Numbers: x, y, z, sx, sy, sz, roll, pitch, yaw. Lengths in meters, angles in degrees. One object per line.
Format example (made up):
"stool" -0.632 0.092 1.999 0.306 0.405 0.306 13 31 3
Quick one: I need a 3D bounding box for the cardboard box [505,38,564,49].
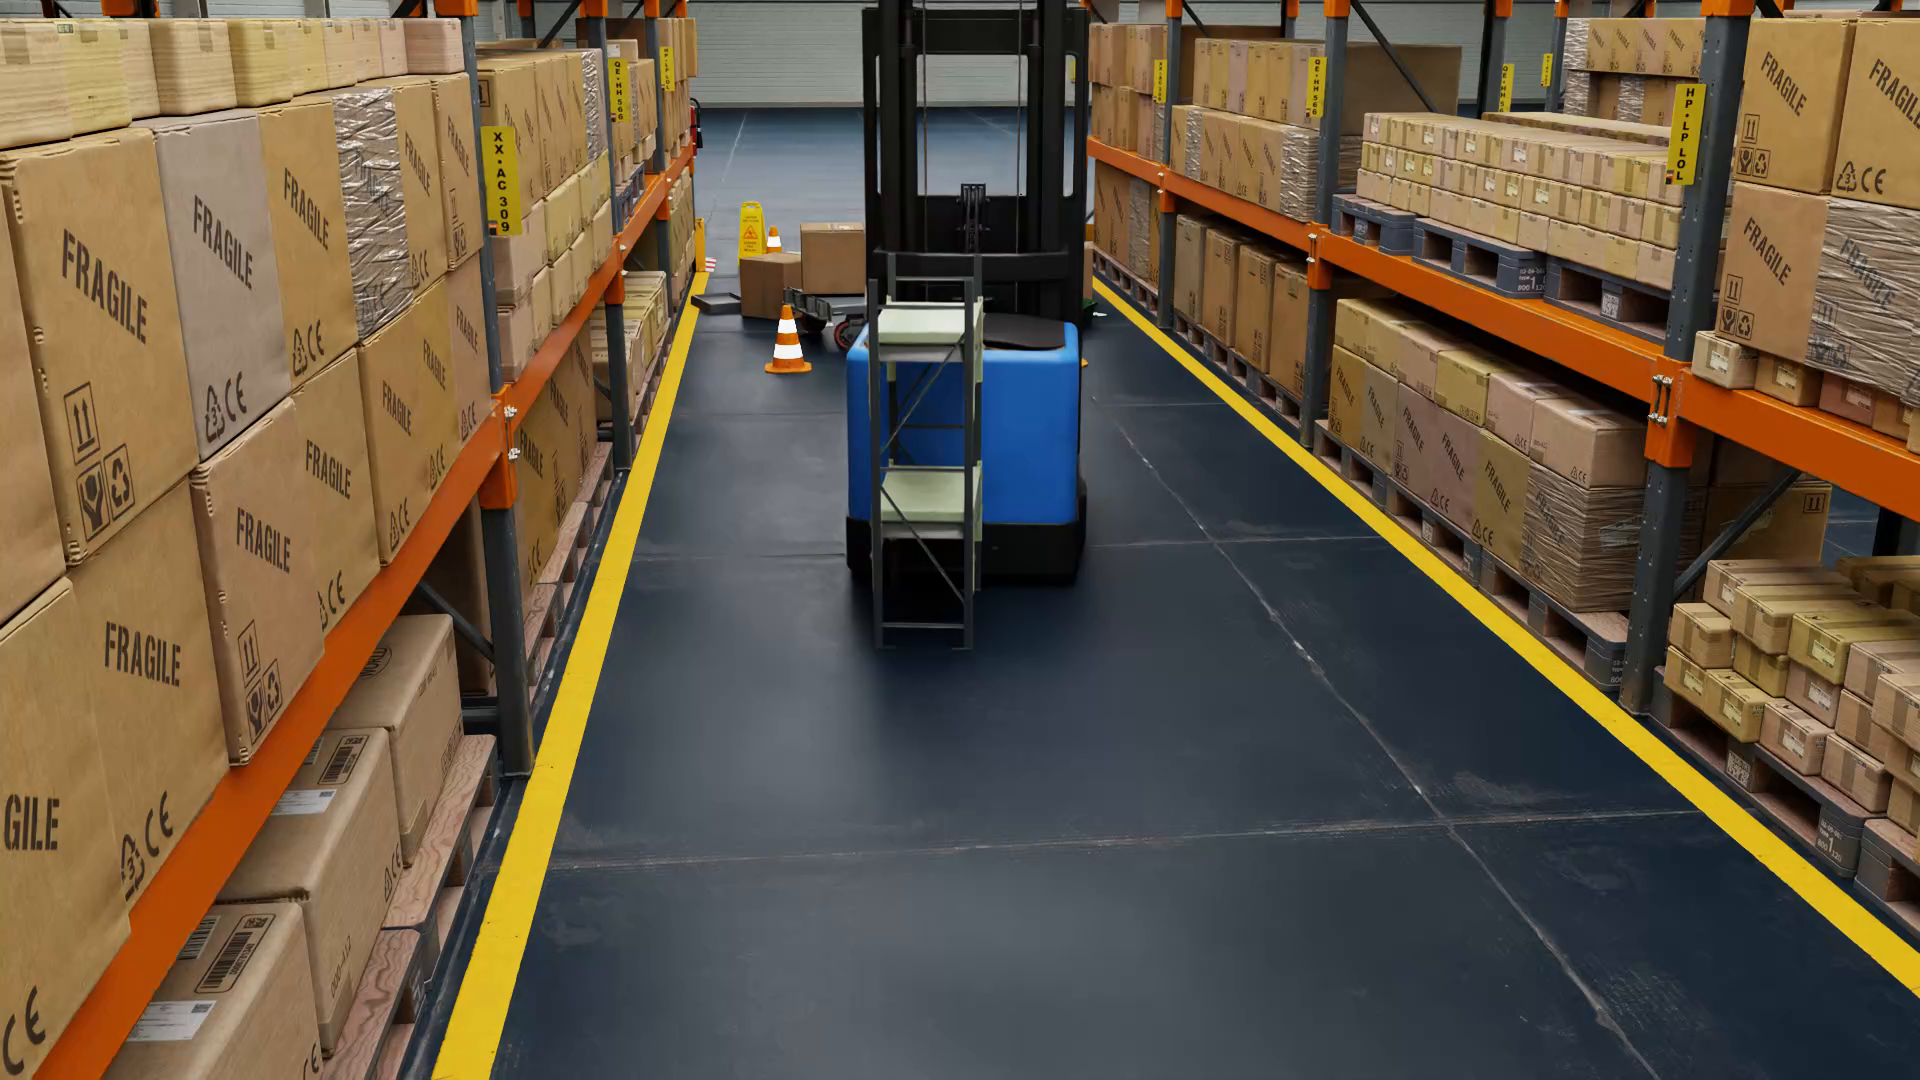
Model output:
"cardboard box" -3.082 -3.560 12.062 0.380 0.149 0.250 -2 18 -6

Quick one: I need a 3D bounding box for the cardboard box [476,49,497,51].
"cardboard box" -2.558 -2.190 8.310 0.500 0.500 0.500 -2 18 -7

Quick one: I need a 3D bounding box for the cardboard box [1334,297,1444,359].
"cardboard box" 2.378 -1.156 9.071 0.500 0.250 0.500 -3 18 -8

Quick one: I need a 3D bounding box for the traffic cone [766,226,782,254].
"traffic cone" -1.863 -2.905 16.658 0.336 0.463 0.334 -2 18 -6

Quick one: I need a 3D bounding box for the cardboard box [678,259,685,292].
"cardboard box" -2.637 -2.243 14.204 0.500 0.250 0.500 -1 17 -3

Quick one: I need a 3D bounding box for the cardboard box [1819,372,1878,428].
"cardboard box" 2.844 -0.445 5.005 0.380 0.149 0.250 -3 18 -8

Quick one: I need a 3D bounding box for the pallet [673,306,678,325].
"pallet" -2.883 -1.881 13.815 1.003 0.211 1.213 -2 18 -6

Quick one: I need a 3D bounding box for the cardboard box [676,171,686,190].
"cardboard box" -2.696 -3.268 15.133 0.380 0.149 0.250 -1 17 -3

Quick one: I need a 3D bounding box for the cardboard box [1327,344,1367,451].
"cardboard box" 2.367 -0.792 9.165 0.500 0.500 0.500 -3 18 -8

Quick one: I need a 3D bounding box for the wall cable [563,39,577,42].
"wall cable" -11.035 -15.051 46.280 3.097 2.526 0.112 -2 18 -6

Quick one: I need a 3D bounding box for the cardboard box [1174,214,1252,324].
"cardboard box" 2.288 -2.140 13.040 1.050 0.750 0.750 -2 18 -6

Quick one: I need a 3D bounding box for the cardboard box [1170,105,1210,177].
"cardboard box" 1.921 -3.078 12.806 0.500 0.500 0.500 -2 17 -5

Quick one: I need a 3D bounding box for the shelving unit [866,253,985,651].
"shelving unit" -0.128 -0.380 6.885 0.431 1.500 0.755 1 17 3

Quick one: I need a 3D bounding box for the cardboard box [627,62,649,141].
"cardboard box" -2.403 -2.970 11.264 0.500 0.500 0.500 -1 17 -4

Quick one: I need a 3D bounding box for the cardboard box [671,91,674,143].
"cardboard box" -2.621 -3.490 13.623 0.500 0.500 0.500 -2 18 -6

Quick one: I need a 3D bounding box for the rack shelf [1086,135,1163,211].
"rack shelf" 1.929 -3.448 15.352 1.077 0.370 4.000 -2 18 -6

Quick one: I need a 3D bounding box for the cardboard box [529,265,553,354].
"cardboard box" -1.791 -0.850 6.128 0.500 0.250 0.500 -2 18 -7

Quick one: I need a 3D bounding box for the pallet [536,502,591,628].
"pallet" -2.237 0.110 7.474 1.003 0.211 1.213 -2 18 -6

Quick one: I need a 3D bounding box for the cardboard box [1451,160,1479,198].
"cardboard box" 2.532 -1.692 7.780 0.380 0.149 0.250 -2 18 -6

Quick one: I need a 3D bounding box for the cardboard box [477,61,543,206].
"cardboard box" -1.793 -1.444 5.932 0.500 0.500 0.500 -2 18 -6

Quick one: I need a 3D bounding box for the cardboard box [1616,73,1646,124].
"cardboard box" 6.875 -4.239 16.009 0.875 0.500 0.500 -2 18 -6

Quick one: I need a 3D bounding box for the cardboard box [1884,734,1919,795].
"cardboard box" 2.885 0.632 4.720 0.380 0.149 0.250 -1 17 -3

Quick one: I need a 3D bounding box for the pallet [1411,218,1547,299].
"pallet" 2.792 -1.323 7.704 1.003 0.211 1.213 -2 18 -6

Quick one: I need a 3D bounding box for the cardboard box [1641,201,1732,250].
"cardboard box" 2.723 -1.146 6.043 0.380 0.149 0.250 -1 17 -4

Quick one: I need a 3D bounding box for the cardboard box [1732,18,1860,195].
"cardboard box" 2.764 -1.336 5.093 0.500 0.500 0.500 -1 17 -4

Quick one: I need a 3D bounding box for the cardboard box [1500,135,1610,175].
"cardboard box" 2.591 -1.678 7.239 0.380 0.149 0.250 -3 18 -8

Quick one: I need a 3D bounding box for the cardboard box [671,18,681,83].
"cardboard box" -2.639 -3.969 13.480 0.700 0.500 0.500 -2 18 -5

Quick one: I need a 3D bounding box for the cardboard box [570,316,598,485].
"cardboard box" -2.377 -0.799 8.559 0.875 0.875 0.875 -2 18 -6

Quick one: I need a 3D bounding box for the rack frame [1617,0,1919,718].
"rack frame" 2.960 -0.812 5.754 1.000 3.000 0.127 -2 18 -6

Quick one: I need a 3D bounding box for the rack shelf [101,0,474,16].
"rack shelf" -1.747 -1.121 2.932 1.077 0.370 4.000 -2 18 -6

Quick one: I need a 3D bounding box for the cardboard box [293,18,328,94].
"cardboard box" -1.536 -0.998 3.429 0.380 0.149 0.250 -2 18 -7

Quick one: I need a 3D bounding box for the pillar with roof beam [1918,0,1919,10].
"pillar with roof beam" 16.241 -12.879 34.177 9.100 9.000 0.400 -2 18 -6

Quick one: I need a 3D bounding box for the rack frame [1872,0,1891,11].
"rack frame" 7.079 -3.318 13.738 1.000 3.000 0.127 -2 18 -6

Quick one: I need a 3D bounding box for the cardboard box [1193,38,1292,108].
"cardboard box" 2.192 -3.572 12.711 0.700 0.500 0.500 -2 18 -7

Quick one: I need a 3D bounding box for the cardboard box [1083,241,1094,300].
"cardboard box" 0.954 -2.434 15.092 0.500 0.500 0.500 1 17 4

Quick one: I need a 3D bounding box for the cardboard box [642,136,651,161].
"cardboard box" -2.349 -2.717 11.542 0.380 0.149 0.250 -2 18 -5

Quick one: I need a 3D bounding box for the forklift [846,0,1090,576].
"forklift" 0.089 -1.630 8.477 1.130 2.935 3.031 1 17 3

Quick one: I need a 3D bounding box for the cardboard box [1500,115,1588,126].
"cardboard box" 3.078 -2.161 8.777 0.380 0.149 0.250 -2 18 -6

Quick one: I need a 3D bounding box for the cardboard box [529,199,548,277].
"cardboard box" -1.800 -1.090 6.056 0.500 0.250 0.500 -2 17 -5

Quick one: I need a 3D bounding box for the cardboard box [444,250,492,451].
"cardboard box" -1.651 -0.546 4.741 0.500 0.500 0.500 -2 18 -5

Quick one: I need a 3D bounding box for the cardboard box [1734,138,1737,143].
"cardboard box" 3.268 -1.617 7.046 0.380 0.149 0.250 -2 18 -6

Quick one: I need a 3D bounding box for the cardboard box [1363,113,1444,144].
"cardboard box" 2.403 -2.223 8.974 0.380 0.149 0.250 -2 18 -6

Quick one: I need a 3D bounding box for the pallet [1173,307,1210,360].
"pallet" 2.289 -1.637 13.039 1.003 0.211 1.213 -2 18 -6

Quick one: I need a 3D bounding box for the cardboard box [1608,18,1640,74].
"cardboard box" 6.549 -4.706 15.827 0.500 0.500 0.500 -2 18 -6

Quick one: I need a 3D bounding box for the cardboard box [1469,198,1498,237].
"cardboard box" 2.557 -1.472 7.575 0.380 0.149 0.250 -2 18 -7

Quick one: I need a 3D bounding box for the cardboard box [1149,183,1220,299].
"cardboard box" 2.140 -2.571 14.205 0.875 0.875 0.875 -2 17 -5

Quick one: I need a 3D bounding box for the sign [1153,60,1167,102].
"sign" 1.583 -3.628 13.149 0.100 0.325 0.005 -2 18 -6

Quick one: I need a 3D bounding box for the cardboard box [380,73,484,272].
"cardboard box" -1.630 -1.021 4.586 0.500 0.500 0.500 -2 18 -6

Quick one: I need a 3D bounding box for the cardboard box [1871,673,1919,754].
"cardboard box" 2.829 0.487 4.685 0.380 0.149 0.250 -1 17 -4

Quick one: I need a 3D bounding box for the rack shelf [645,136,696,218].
"rack shelf" -2.985 -3.265 14.769 1.077 0.370 4.000 -2 18 -6

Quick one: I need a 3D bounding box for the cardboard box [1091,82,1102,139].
"cardboard box" 1.806 -4.349 16.772 0.875 0.550 0.550 -2 18 -6

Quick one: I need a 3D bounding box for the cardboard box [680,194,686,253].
"cardboard box" -2.689 -2.756 14.585 0.500 0.500 0.500 -1 17 -3

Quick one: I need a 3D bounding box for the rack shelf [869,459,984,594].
"rack shelf" -0.128 -0.069 6.982 0.431 0.370 0.720 1 17 3
